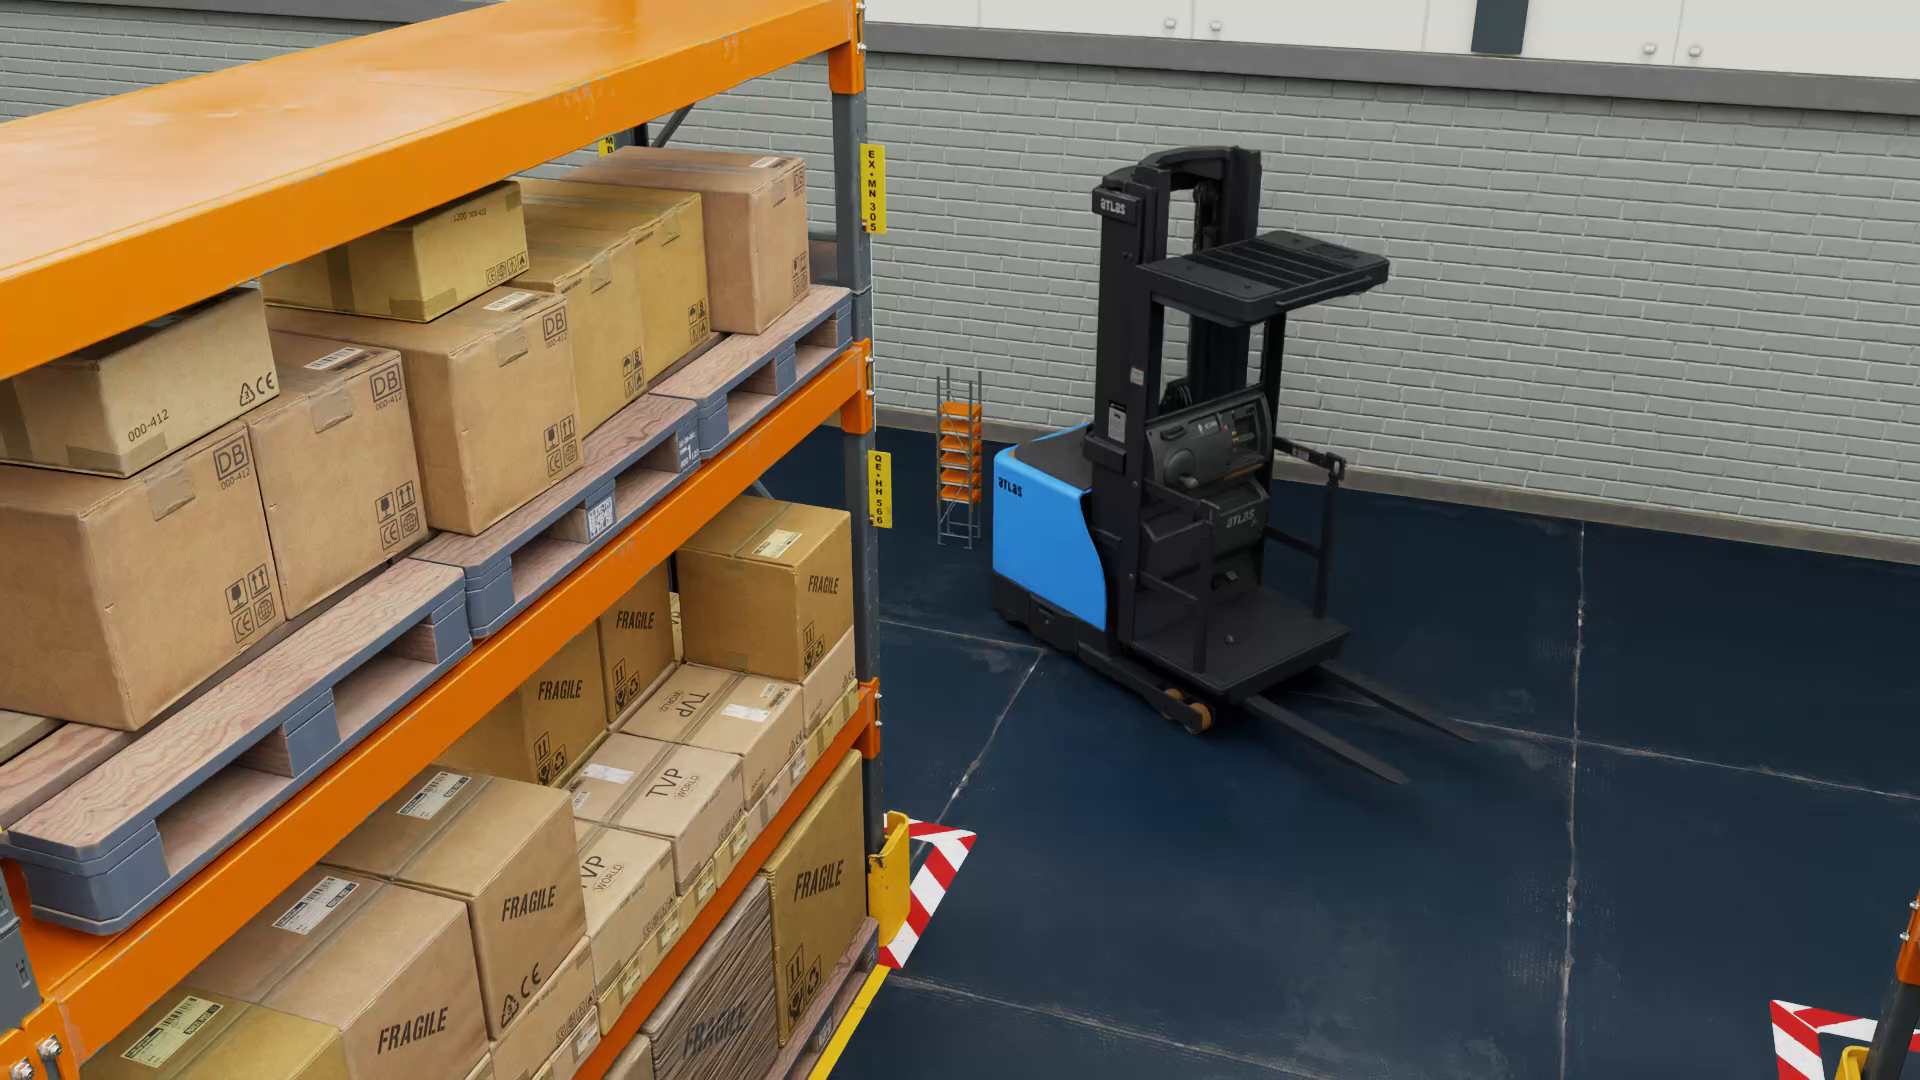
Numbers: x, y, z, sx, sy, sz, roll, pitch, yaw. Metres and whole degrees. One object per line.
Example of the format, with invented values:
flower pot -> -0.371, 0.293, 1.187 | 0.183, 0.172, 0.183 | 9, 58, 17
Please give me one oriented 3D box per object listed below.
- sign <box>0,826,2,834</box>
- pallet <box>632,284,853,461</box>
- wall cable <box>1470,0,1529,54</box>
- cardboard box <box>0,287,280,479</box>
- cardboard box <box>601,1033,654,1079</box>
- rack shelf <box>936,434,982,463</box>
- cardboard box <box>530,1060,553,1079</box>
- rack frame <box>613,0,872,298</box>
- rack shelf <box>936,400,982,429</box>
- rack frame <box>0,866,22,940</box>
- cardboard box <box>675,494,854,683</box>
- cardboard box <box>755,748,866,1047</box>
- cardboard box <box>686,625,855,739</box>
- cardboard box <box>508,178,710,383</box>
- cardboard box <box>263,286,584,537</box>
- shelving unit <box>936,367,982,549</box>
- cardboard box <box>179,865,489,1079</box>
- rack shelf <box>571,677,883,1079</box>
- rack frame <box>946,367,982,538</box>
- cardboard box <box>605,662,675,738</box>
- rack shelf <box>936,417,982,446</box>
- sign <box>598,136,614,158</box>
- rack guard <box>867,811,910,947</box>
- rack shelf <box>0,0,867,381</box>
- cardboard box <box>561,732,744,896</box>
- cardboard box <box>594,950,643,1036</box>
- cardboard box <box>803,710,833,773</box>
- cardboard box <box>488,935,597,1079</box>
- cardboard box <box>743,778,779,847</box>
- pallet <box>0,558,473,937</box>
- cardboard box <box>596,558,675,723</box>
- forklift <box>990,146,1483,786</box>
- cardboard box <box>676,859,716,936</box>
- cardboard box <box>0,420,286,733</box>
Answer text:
sign -> -1.645, 0.337, 2.716 | 0.100, 0.325, 0.005 | 9, 27, 17
pallet -> -1.065, -0.661, 5.833 | 1.003, 0.211, 1.213 | 9, 27, 17
wall cable -> 4.303, -5.629, 8.859 | 2.277, 5.999, 0.120 | 9, 27, 17
cardboard box -> -1.840, -0.366, 3.549 | 0.500, 0.250, 0.500 | 7, 27, 14
cardboard box -> -1.565, 2.124, 5.377 | 0.875, 0.875, 0.875 | 9, 27, 17
rack shelf -> -0.005, -0.602, 10.943 | 0.258, 0.103, 0.180 | 9, 27, 17
cardboard box -> -1.402, 1.596, 4.799 | 0.380, 0.149, 0.250 | 8, 27, 17
rack frame -> -0.828, -2.357, 5.793 | 1.000, 3.000, 0.127 | 9, 27, 17
rack shelf -> -0.005, -0.818, 10.839 | 0.258, 0.103, 0.180 | 9, 27, 17
rack frame -> -2.160, -0.714, 2.398 | 1.000, 3.000, 0.127 | 9, 27, 17
cardboard box -> -0.743, 0.177, 6.412 | 0.500, 0.500, 0.500 | 9, 27, 18
cardboard box -> -0.966, 1.385, 6.904 | 0.875, 0.875, 0.875 | 9, 27, 17
cardboard box -> -0.739, 0.514, 6.577 | 0.500, 0.250, 0.500 | 8, 27, 17
cardboard box -> -1.252, -0.851, 5.412 | 0.700, 0.500, 0.500 | 8, 27, 16
cardboard box -> -1.465, -0.387, 4.455 | 0.700, 0.500, 0.500 | 10, 28, 20
shelving unit -> -0.005, -0.534, 10.976 | 0.258, 1.200, 0.189 | 9, 27, 17
cardboard box -> -1.588, 1.222, 4.255 | 0.500, 0.500, 0.500 | 9, 27, 17
rack shelf -> -1.494, 1.488, 5.559 | 1.077, 0.370, 4.000 | 9, 27, 17
rack frame -> 0.026, -0.572, 11.054 | 0.240, 1.200, 0.006 | 9, 27, 17
cardboard box -> -1.410, 0.649, 6.298 | 0.500, 0.250, 0.500 | 8, 27, 17
rack shelf -> -0.005, -0.710, 10.891 | 0.258, 0.103, 0.180 | 9, 27, 17
sign -> -1.350, -1.519, 6.410 | 0.100, 0.325, 0.005 | 9, 27, 17
rack guard -> -0.820, 1.458, 7.665 | 1.175, 0.500, 0.348 | 9, 27, 17
rack shelf -> -1.494, -1.032, 4.339 | 1.077, 0.370, 4.000 | 9, 27, 17
cardboard box -> -1.078, 0.932, 5.715 | 0.500, 0.250, 0.500 | 8, 27, 16
cardboard box -> -1.230, 1.385, 5.235 | 0.380, 0.149, 0.250 | 8, 27, 16
cardboard box -> -0.721, 0.757, 6.533 | 0.380, 0.149, 0.250 | 9, 27, 18
cardboard box -> -1.419, 1.348, 4.855 | 0.500, 0.250, 0.500 | 9, 27, 19
cardboard box -> -0.890, 0.963, 6.107 | 0.380, 0.149, 0.250 | 9, 27, 18
pallet -> -1.877, 0.342, 3.762 | 1.003, 0.211, 1.213 | 9, 27, 17
cardboard box -> -1.409, 0.302, 6.154 | 0.500, 0.500, 0.500 | 8, 27, 16
forklift -> 1.501, -0.509, 8.938 | 1.130, 2.935, 3.031 | -19, 32, -34
cardboard box -> -1.061, 1.176, 5.666 | 0.380, 0.149, 0.250 | 9, 27, 18
cardboard box -> -1.956, 0.027, 3.598 | 0.700, 0.500, 0.500 | 7, 27, 14
